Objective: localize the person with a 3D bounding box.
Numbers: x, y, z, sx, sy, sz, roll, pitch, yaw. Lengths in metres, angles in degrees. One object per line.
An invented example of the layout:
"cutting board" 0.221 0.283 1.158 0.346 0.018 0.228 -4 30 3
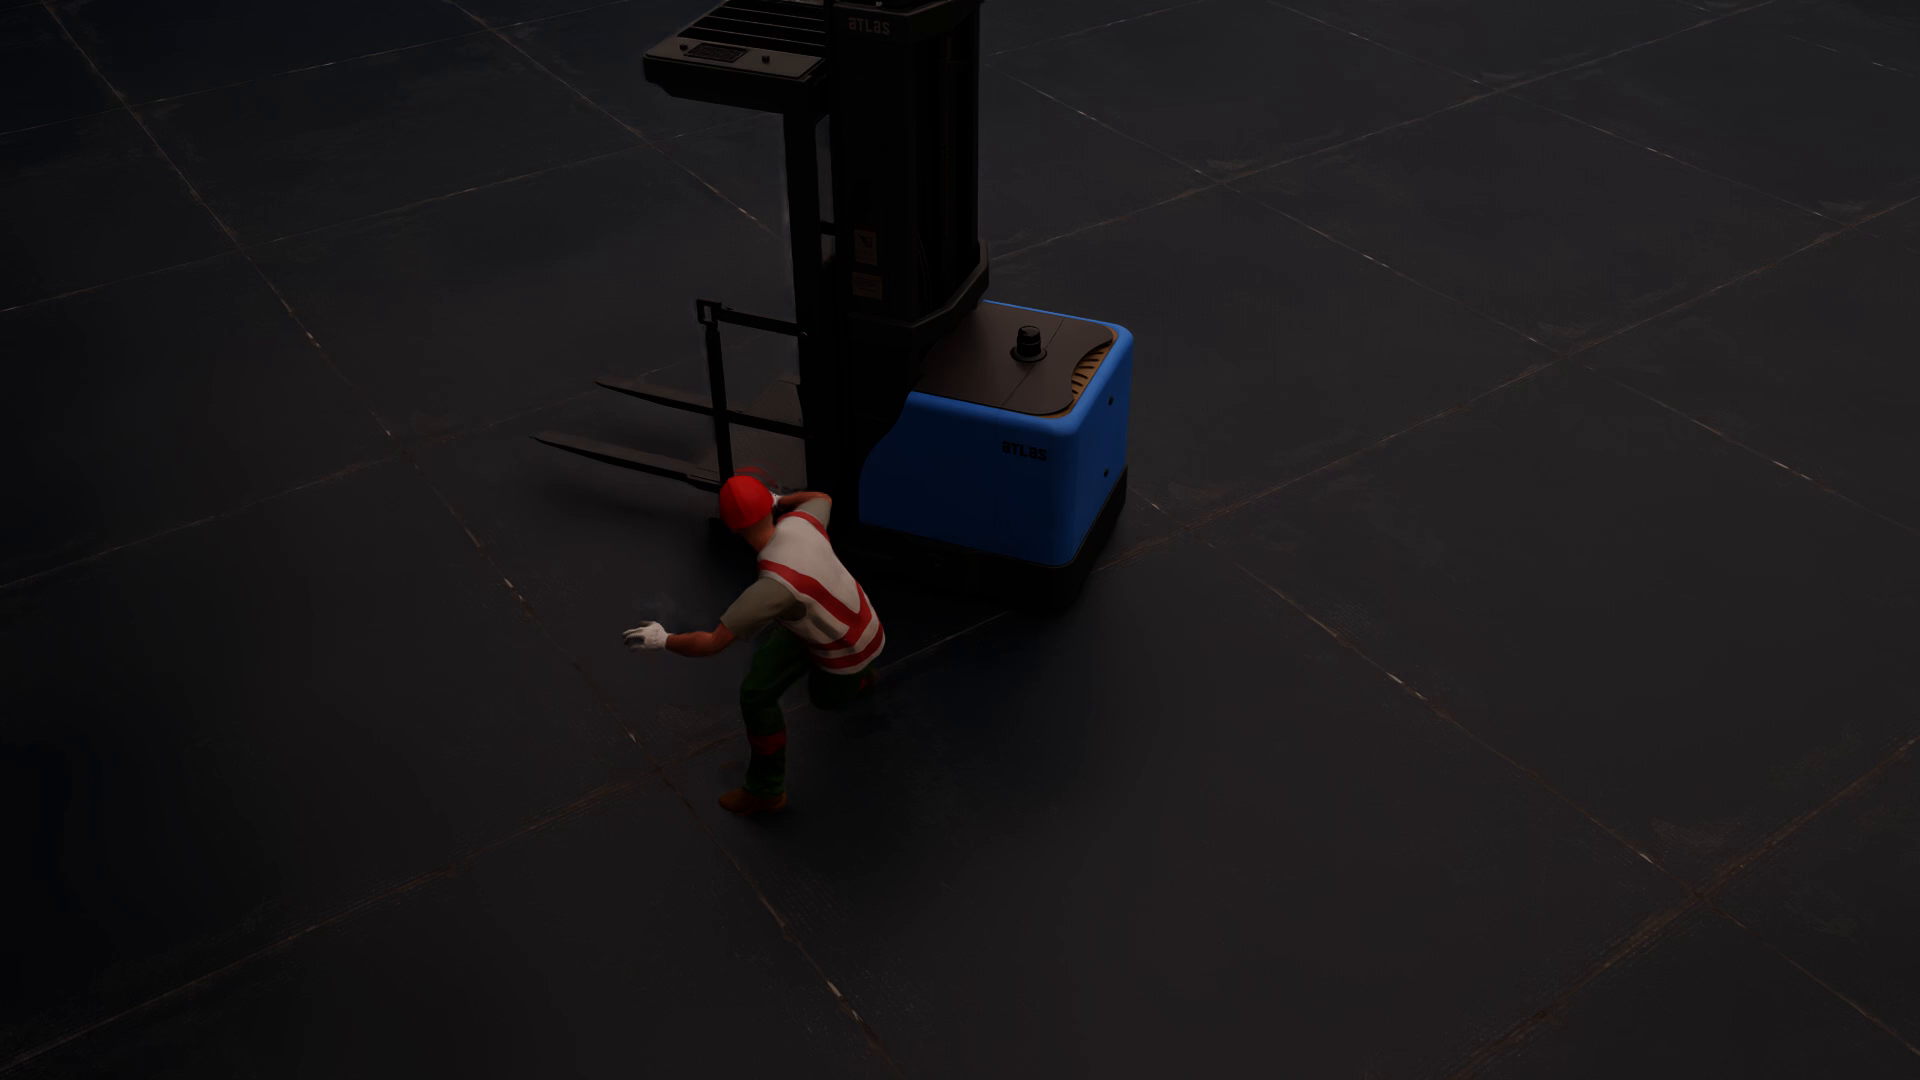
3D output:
"person" -0.815 0.325 6.707 1.112 1.554 0.938 -12 38 -15

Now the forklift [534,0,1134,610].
"forklift" -0.720 -1.398 7.835 3.031 2.935 1.130 13 38 17
